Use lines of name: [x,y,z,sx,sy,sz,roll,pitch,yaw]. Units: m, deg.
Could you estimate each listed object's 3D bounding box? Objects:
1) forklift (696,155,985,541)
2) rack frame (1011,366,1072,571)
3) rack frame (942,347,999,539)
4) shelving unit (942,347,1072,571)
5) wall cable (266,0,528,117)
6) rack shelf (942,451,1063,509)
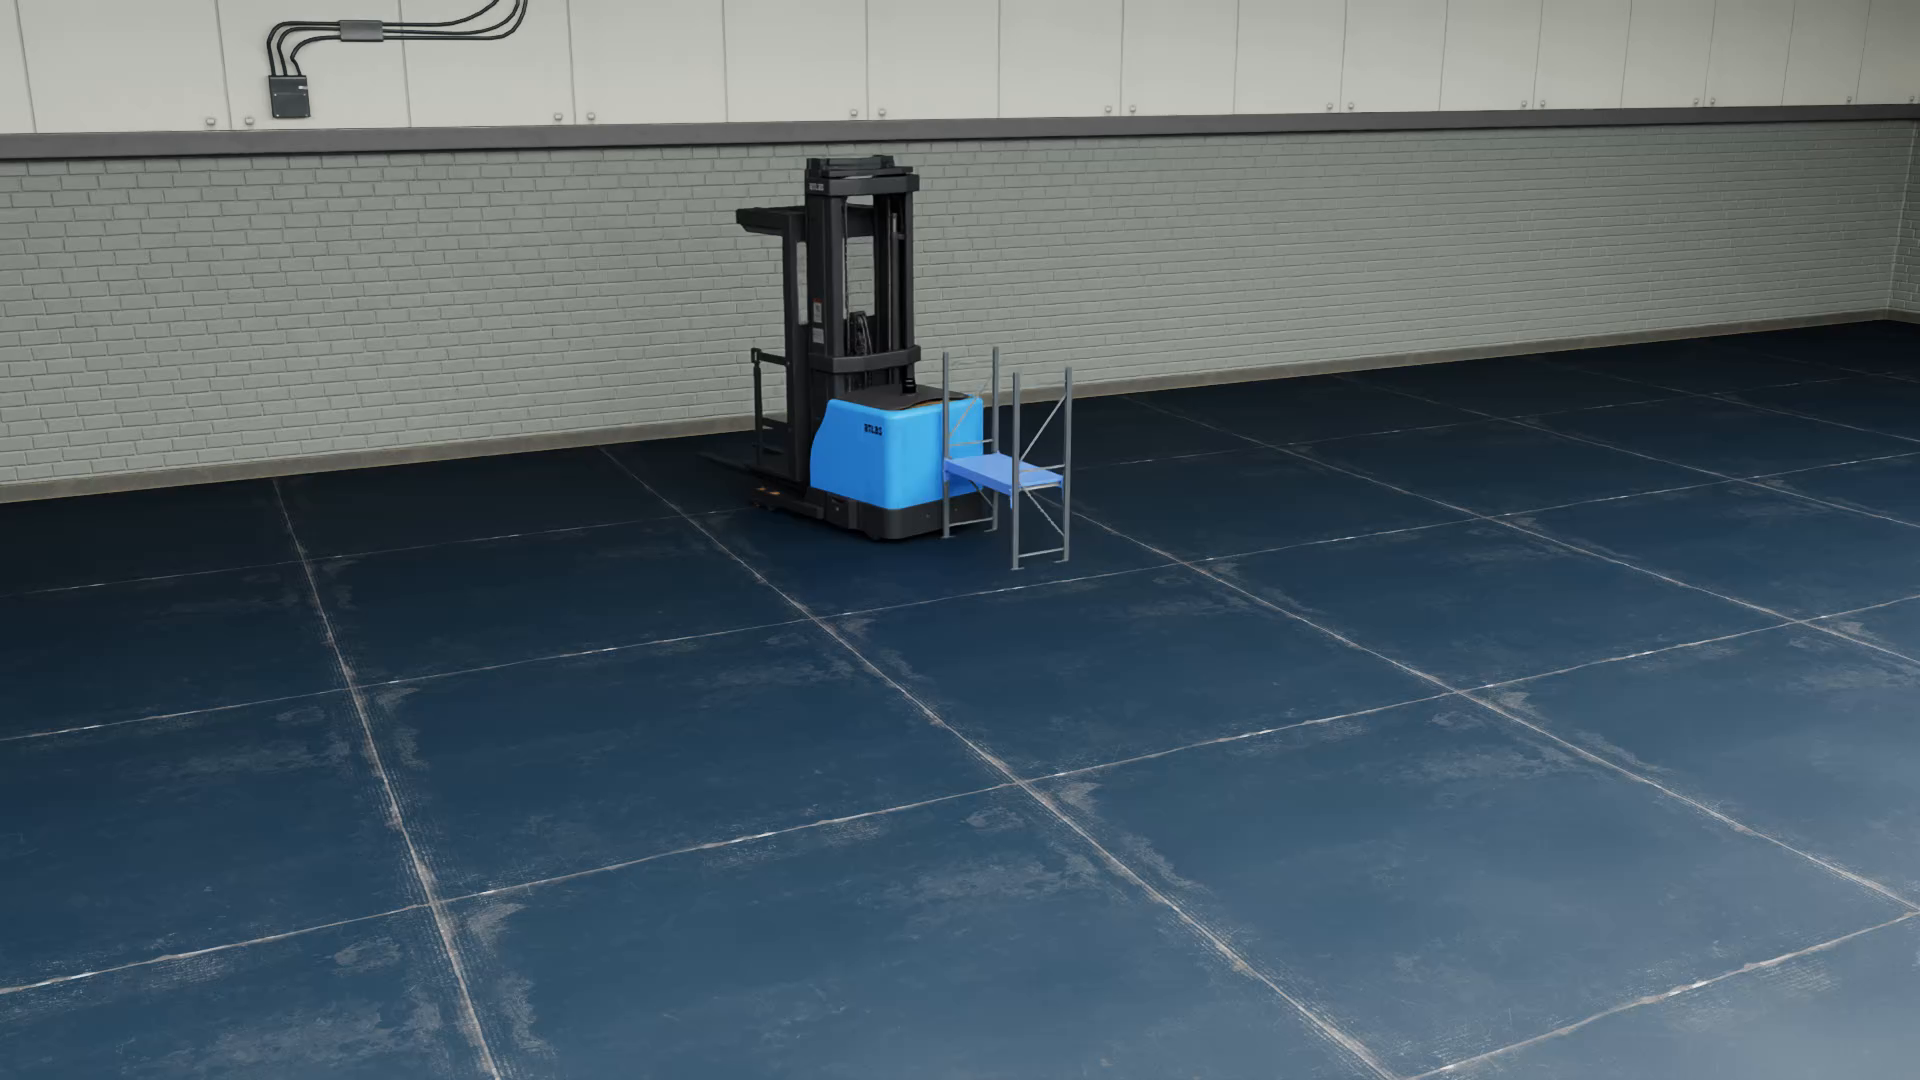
forklift: [-1.157,-1.739,13.997,1.130,2.935,3.031,-14,21,-40]
rack frame: [0.605,-0.525,12.362,0.500,1.500,0.032,-9,18,-30]
rack frame: [0.084,-0.766,13.202,0.500,1.500,0.032,-9,18,-30]
shelving unit: [0.345,-0.646,12.782,0.538,1.500,1.048,-9,18,-30]
wall cable: [-4.951,-6.711,14.156,2.305,6.003,0.169,-8,18,-25]
rack shelf: [0.345,-0.473,12.832,0.538,0.185,1.000,-9,18,-30]
